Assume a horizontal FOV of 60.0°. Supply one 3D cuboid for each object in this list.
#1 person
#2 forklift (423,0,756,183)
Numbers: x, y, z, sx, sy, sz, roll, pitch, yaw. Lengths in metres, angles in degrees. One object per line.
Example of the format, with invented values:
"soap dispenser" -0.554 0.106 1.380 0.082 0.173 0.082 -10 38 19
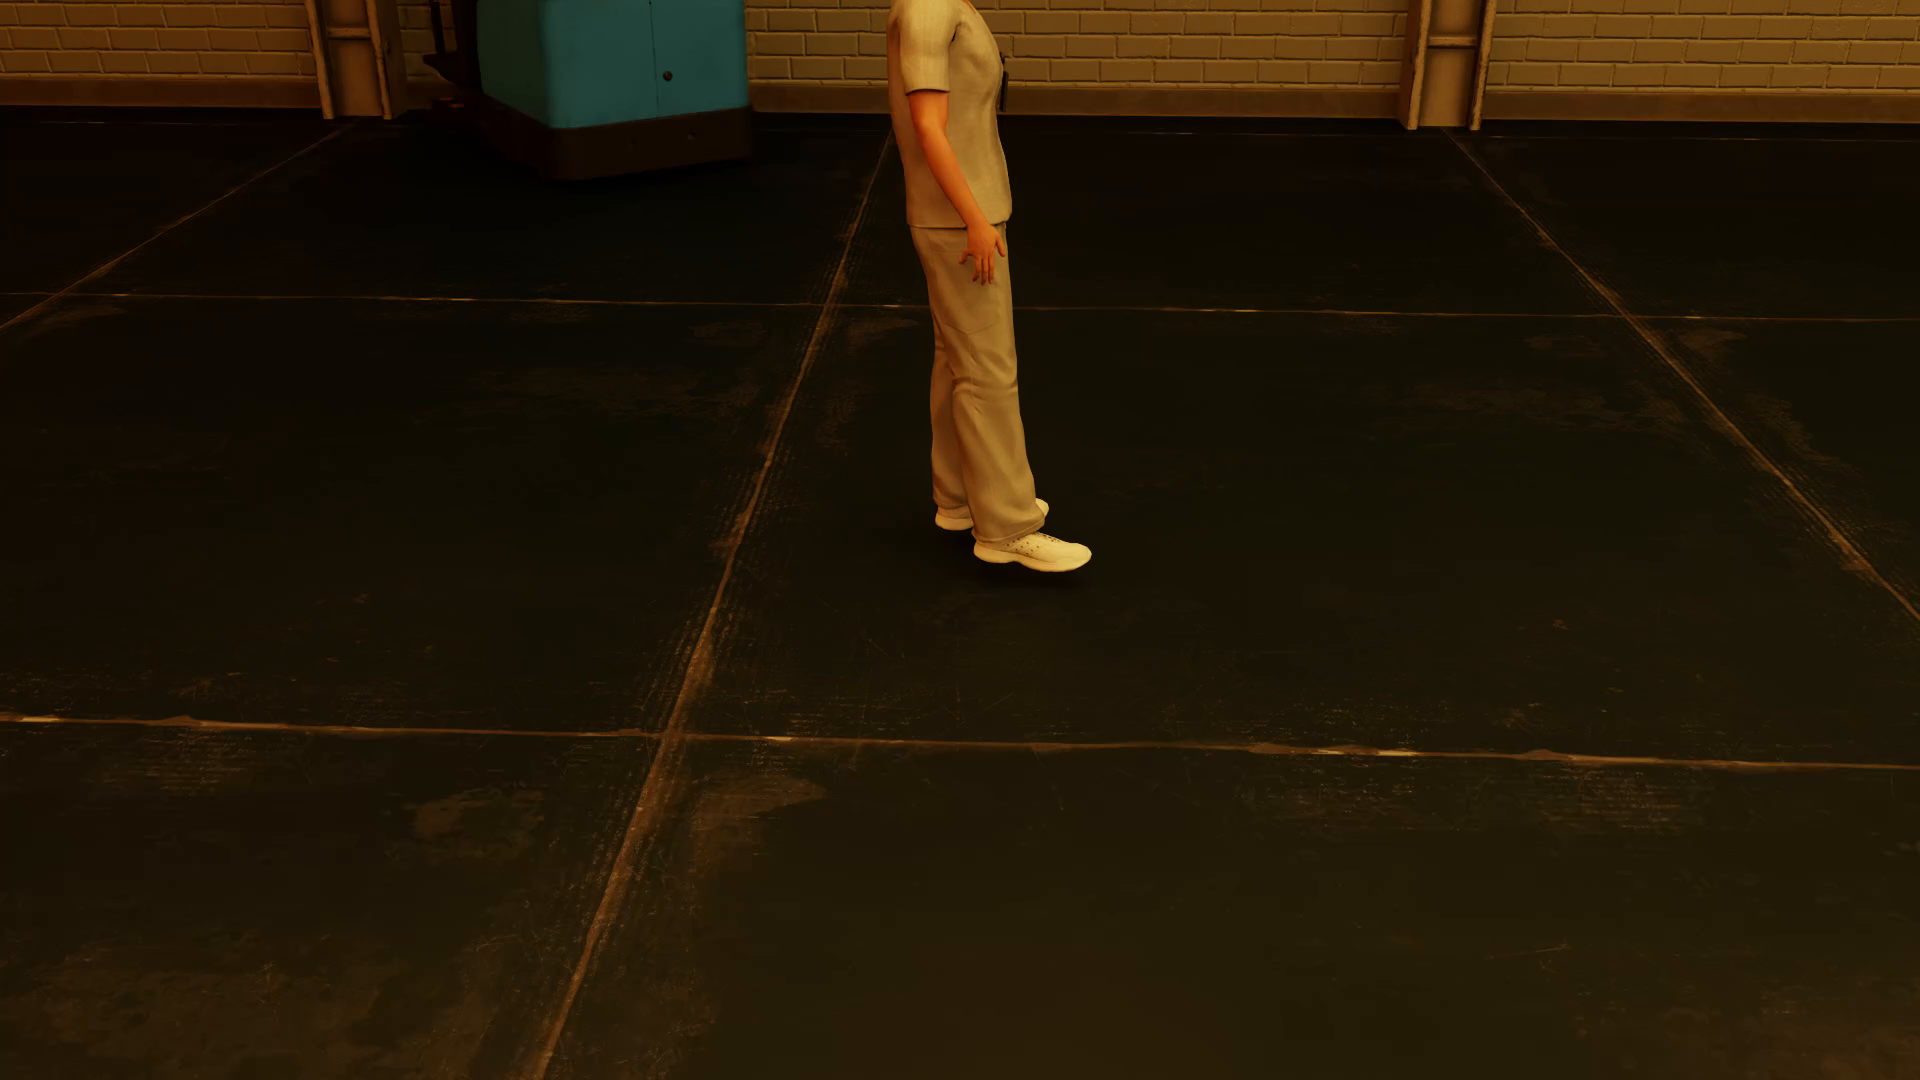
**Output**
"person" 0.073 -0.787 4.115 0.547 1.673 0.549 1 26 2
"forklift" -2.228 -3.594 8.495 1.130 2.935 3.031 -16 30 -29
